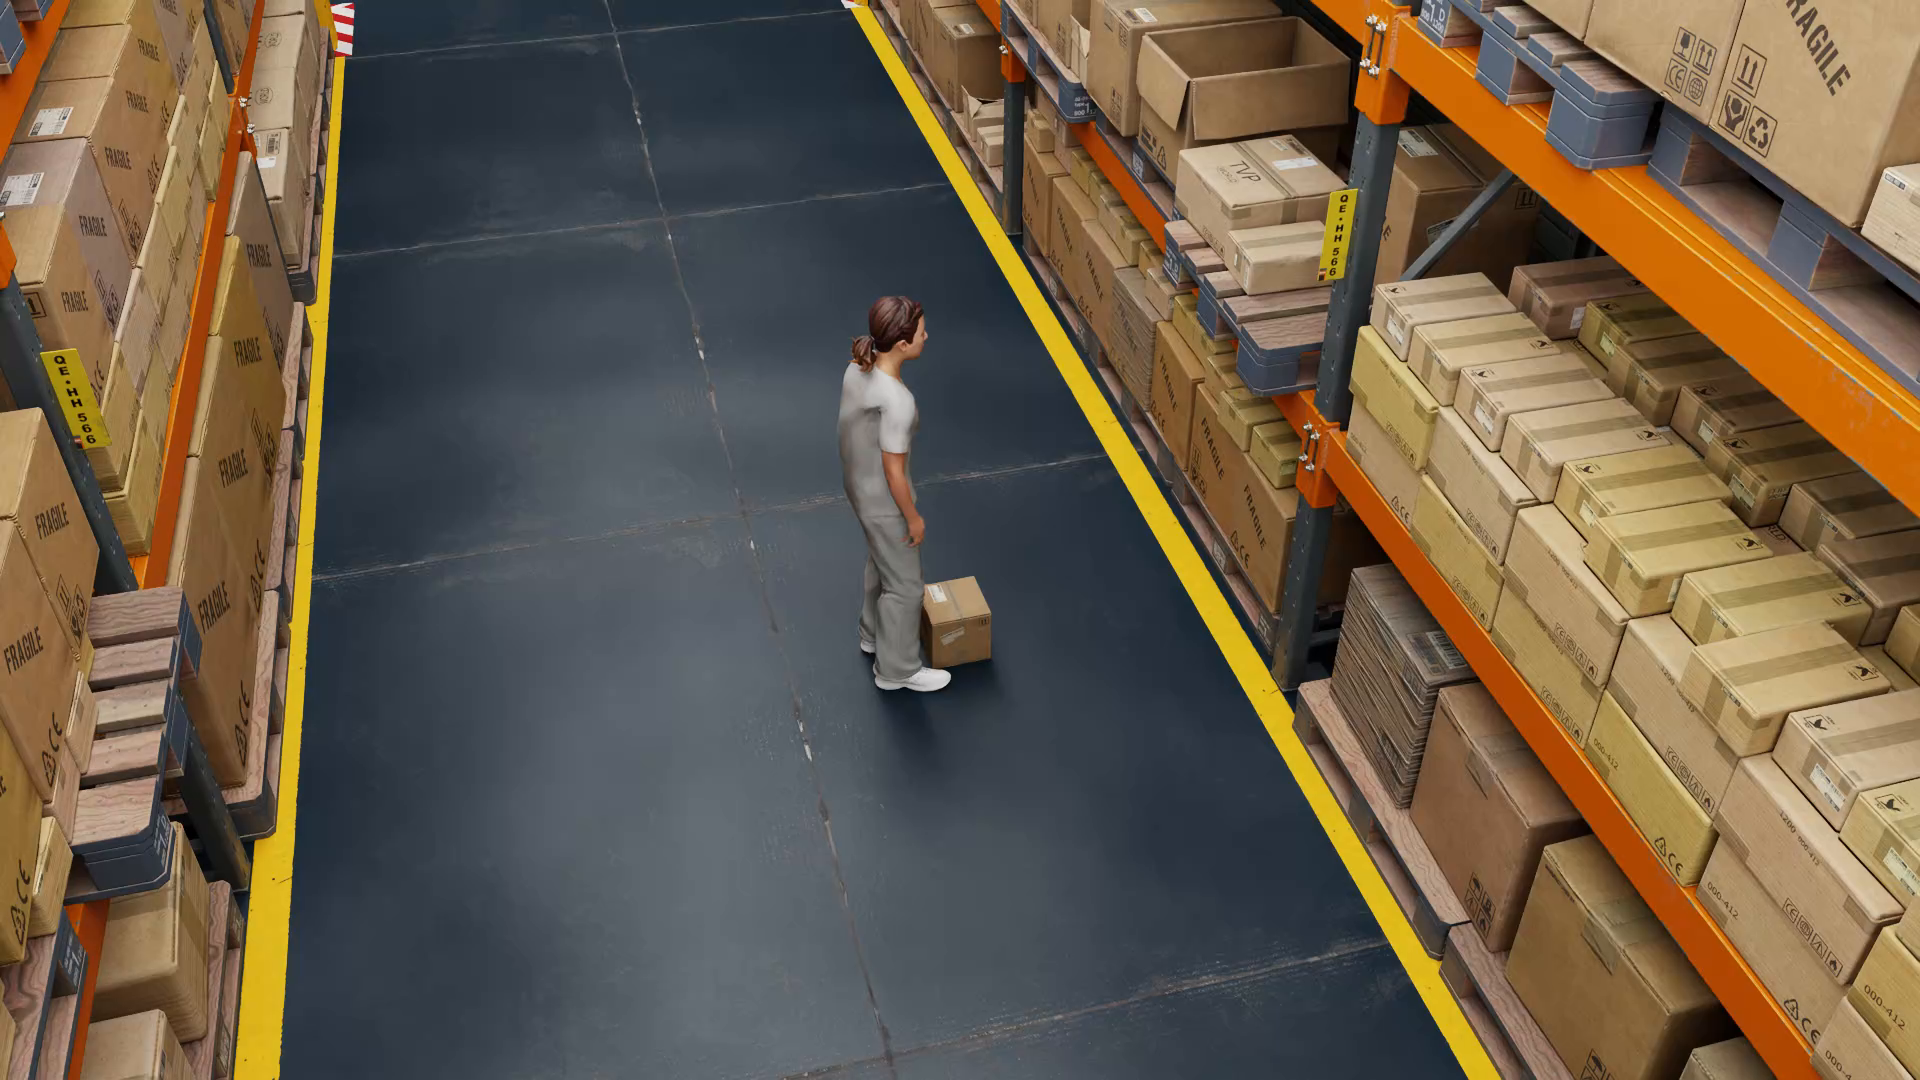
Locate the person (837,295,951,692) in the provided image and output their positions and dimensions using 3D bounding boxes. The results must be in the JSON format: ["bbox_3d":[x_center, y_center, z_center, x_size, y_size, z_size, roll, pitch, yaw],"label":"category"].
[{"bbox_3d":[-0.264,-0.174,6.374,0.359,1.672,0.514,-12,40,-14],"label":"person"}]
